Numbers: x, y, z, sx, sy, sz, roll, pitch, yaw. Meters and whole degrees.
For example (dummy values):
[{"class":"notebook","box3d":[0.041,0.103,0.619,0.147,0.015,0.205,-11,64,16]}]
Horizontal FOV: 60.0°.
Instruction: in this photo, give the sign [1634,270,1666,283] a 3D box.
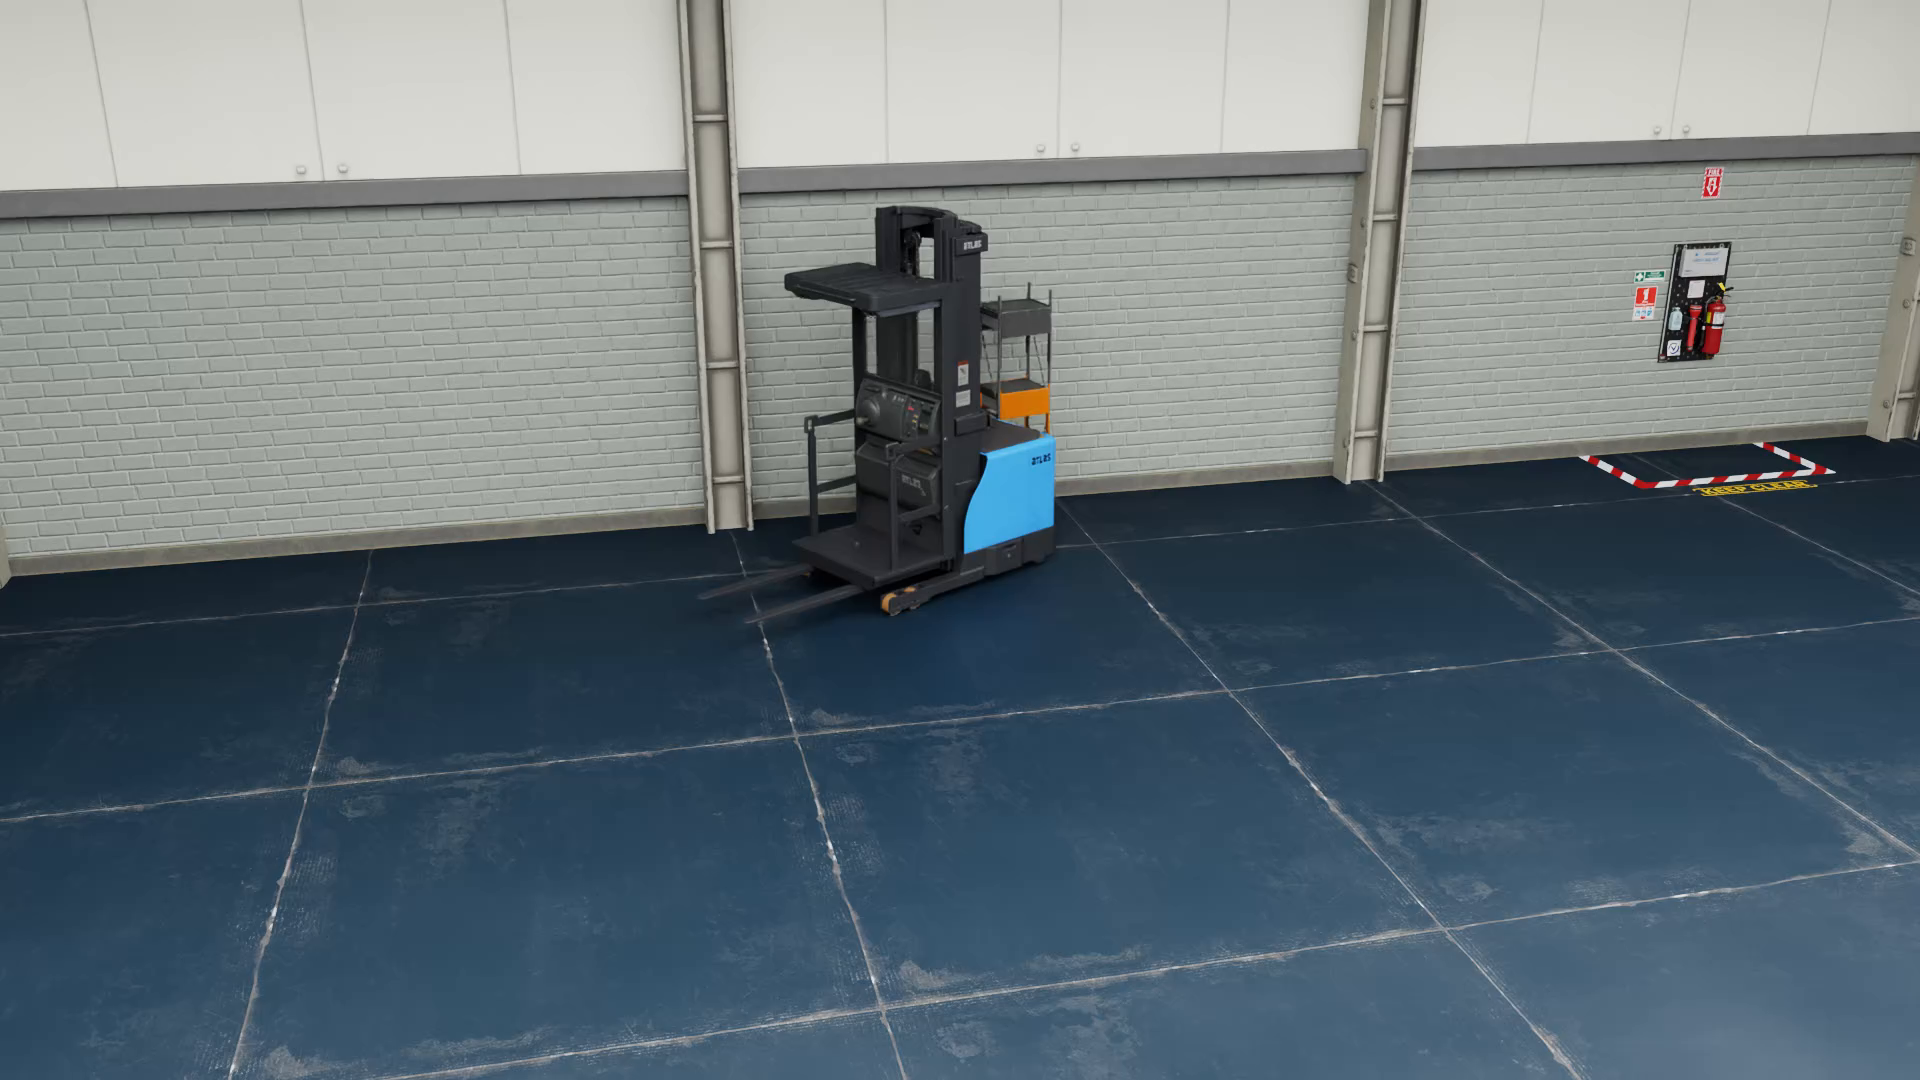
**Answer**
[{"class":"sign","box3d":[6.679,-2.552,16.098,0.331,0.109,0.001,-5,21,-12]}]

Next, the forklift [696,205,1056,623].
[{"class":"forklift","box3d":[-0.640,-1.001,12.787,3.031,2.935,1.130,-17,26,-39]}]

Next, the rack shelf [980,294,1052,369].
[{"class":"rack shelf","box3d":[0.460,-1.771,14.102,0.480,0.518,0.431,-10,22,-25]}]

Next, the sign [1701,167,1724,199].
[{"class":"sign","box3d":[7.203,-3.419,15.918,0.199,0.298,0.001,-5,21,-12]}]

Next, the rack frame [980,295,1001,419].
[{"class":"rack frame","box3d":[0.243,-1.089,14.234,0.015,2.100,0.400,-10,22,-25]}]

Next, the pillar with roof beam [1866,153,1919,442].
[{"class":"pillar with roof beam","box3d":[10.638,-3.857,11.761,0.400,9.000,9.100,-5,21,-12]}]

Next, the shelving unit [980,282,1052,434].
[{"class":"shelving unit","box3d":[0.460,-1.127,14.338,0.503,2.100,0.431,-10,22,-25]}]

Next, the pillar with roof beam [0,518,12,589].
[{"class":"pillar with roof beam","box3d":[-6.879,-2.432,7.872,0.400,9.000,9.100,-5,21,-12]}]

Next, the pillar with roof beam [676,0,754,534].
[{"class":"pillar with roof beam","box3d":[-1.040,-2.907,9.168,0.400,9.000,9.100,-5,21,-12]}]

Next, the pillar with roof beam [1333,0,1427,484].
[{"class":"pillar with roof beam","box3d":[4.799,-3.382,10.464,0.400,9.000,9.100,-5,21,-12]}]

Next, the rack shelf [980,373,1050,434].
[{"class":"rack shelf","box3d":[0.460,-1.114,14.343,0.480,0.518,0.431,-10,22,-25]}]

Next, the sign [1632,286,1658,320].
[{"class":"sign","box3d":[6.672,-2.306,16.196,0.234,0.329,0.001,-5,21,-12]}]

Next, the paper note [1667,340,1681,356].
[{"class":"paper note","box3d":[7.046,-1.894,16.404,0.142,0.148,0.016,-5,21,-12]}]

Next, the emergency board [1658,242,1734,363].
[{"class":"emergency board","box3d":[7.234,-2.298,16.228,0.643,1.169,0.194,-5,21,-12]}]

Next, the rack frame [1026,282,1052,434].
[{"class":"rack frame","box3d":[0.676,-1.165,14.443,0.015,2.100,0.400,-10,22,-25]}]
